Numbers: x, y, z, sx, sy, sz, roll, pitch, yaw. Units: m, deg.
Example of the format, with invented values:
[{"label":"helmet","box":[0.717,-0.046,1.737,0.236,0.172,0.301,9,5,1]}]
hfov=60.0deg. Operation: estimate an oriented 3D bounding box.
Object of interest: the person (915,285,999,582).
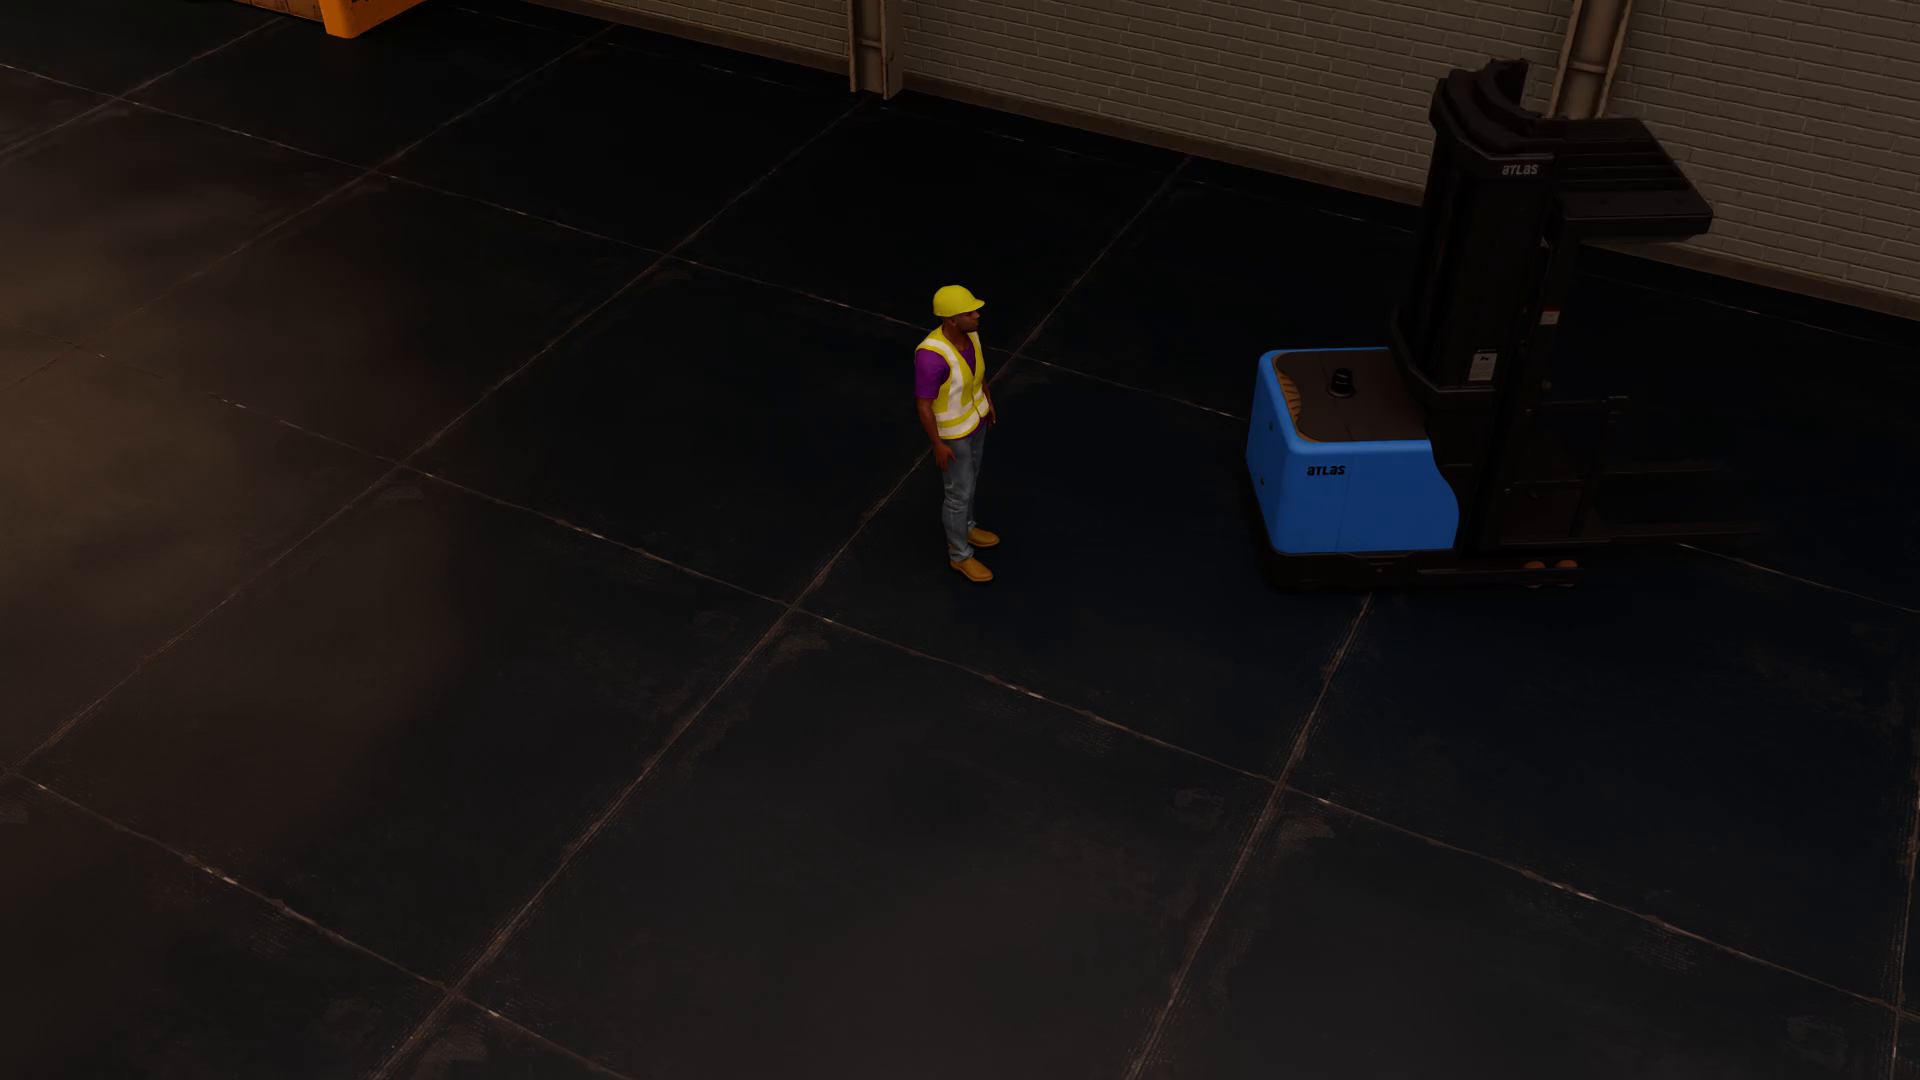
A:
[{"label":"person","box":[0.059,-0.657,9.660,0.577,1.765,0.666,18,43,21]}]

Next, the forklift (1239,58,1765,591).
[{"label":"forklift","box":[3.306,-1.175,9.382,3.031,2.935,1.130,-2,40,-2]}]
